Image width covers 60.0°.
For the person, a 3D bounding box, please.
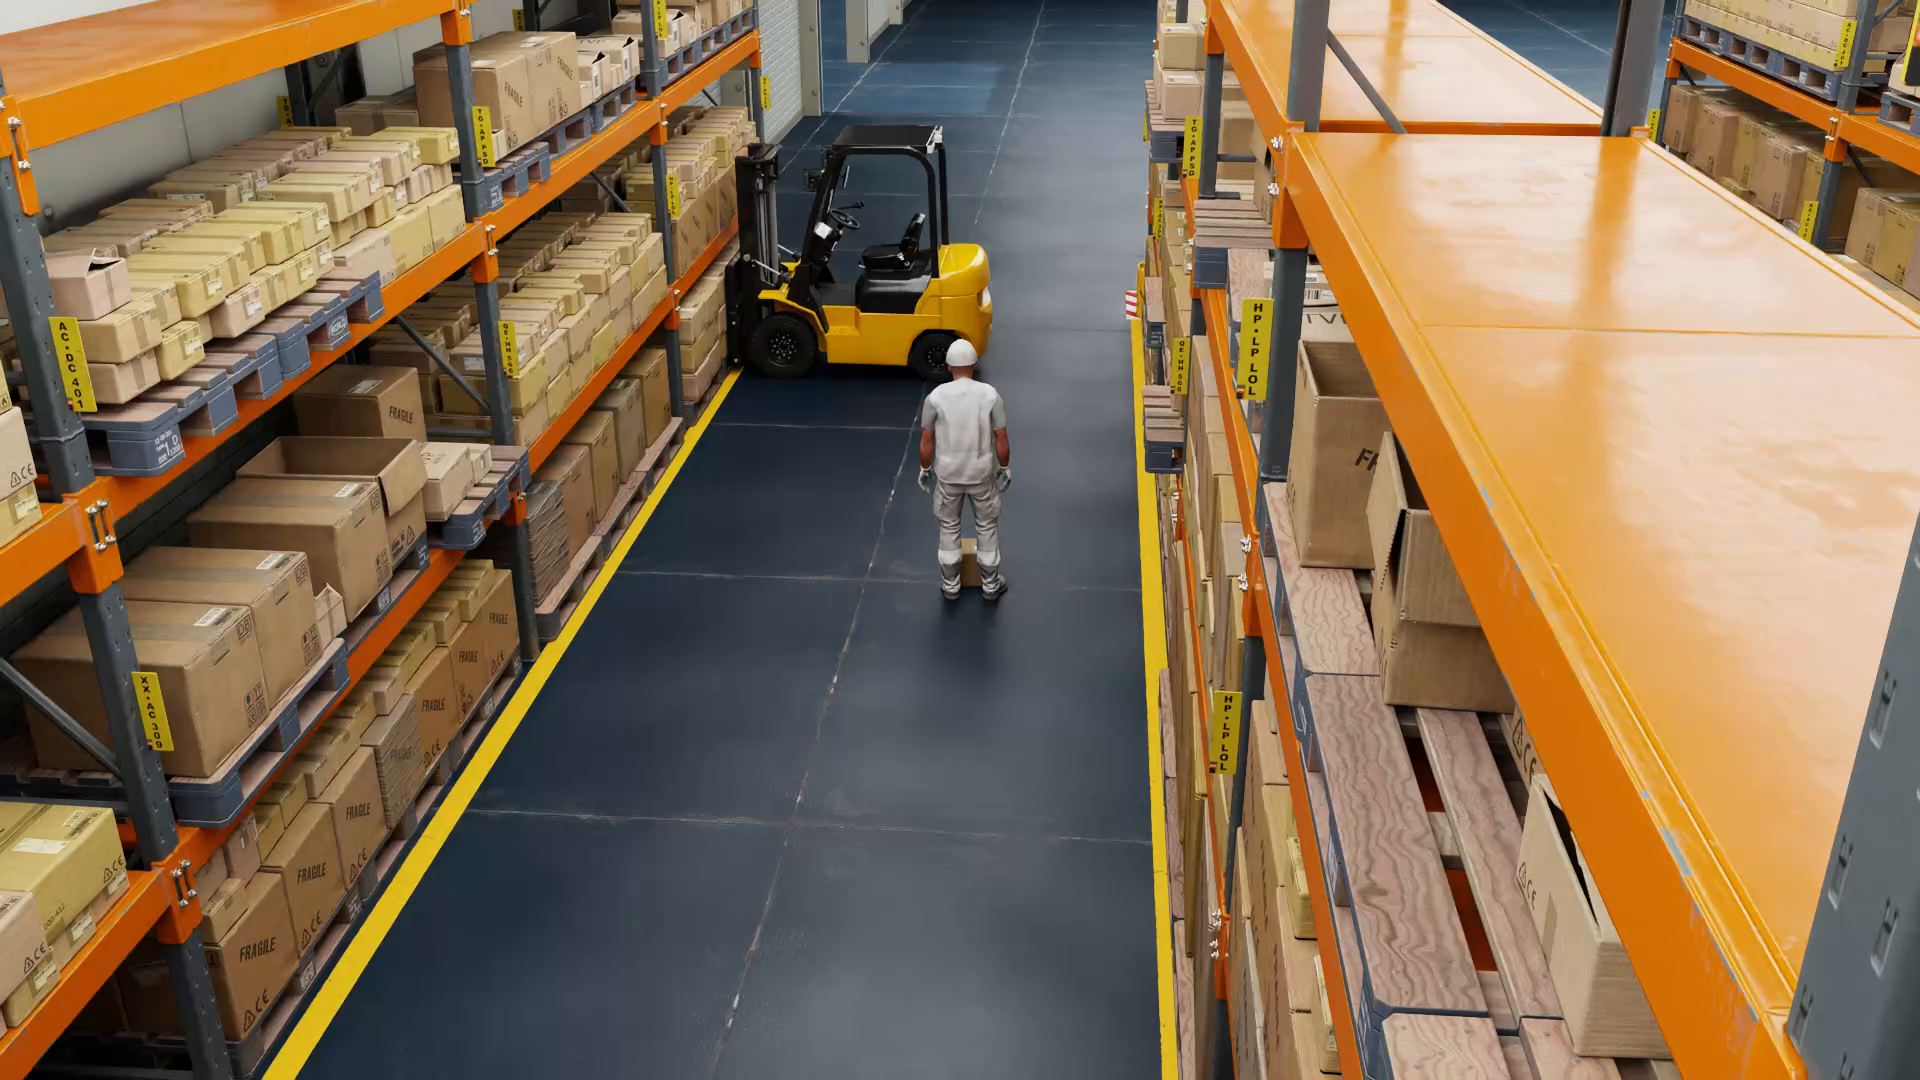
[{"bbox_3d":[0.033,-0.449,10.989,0.619,1.779,0.448,0,24,1],"label":"person"}]
